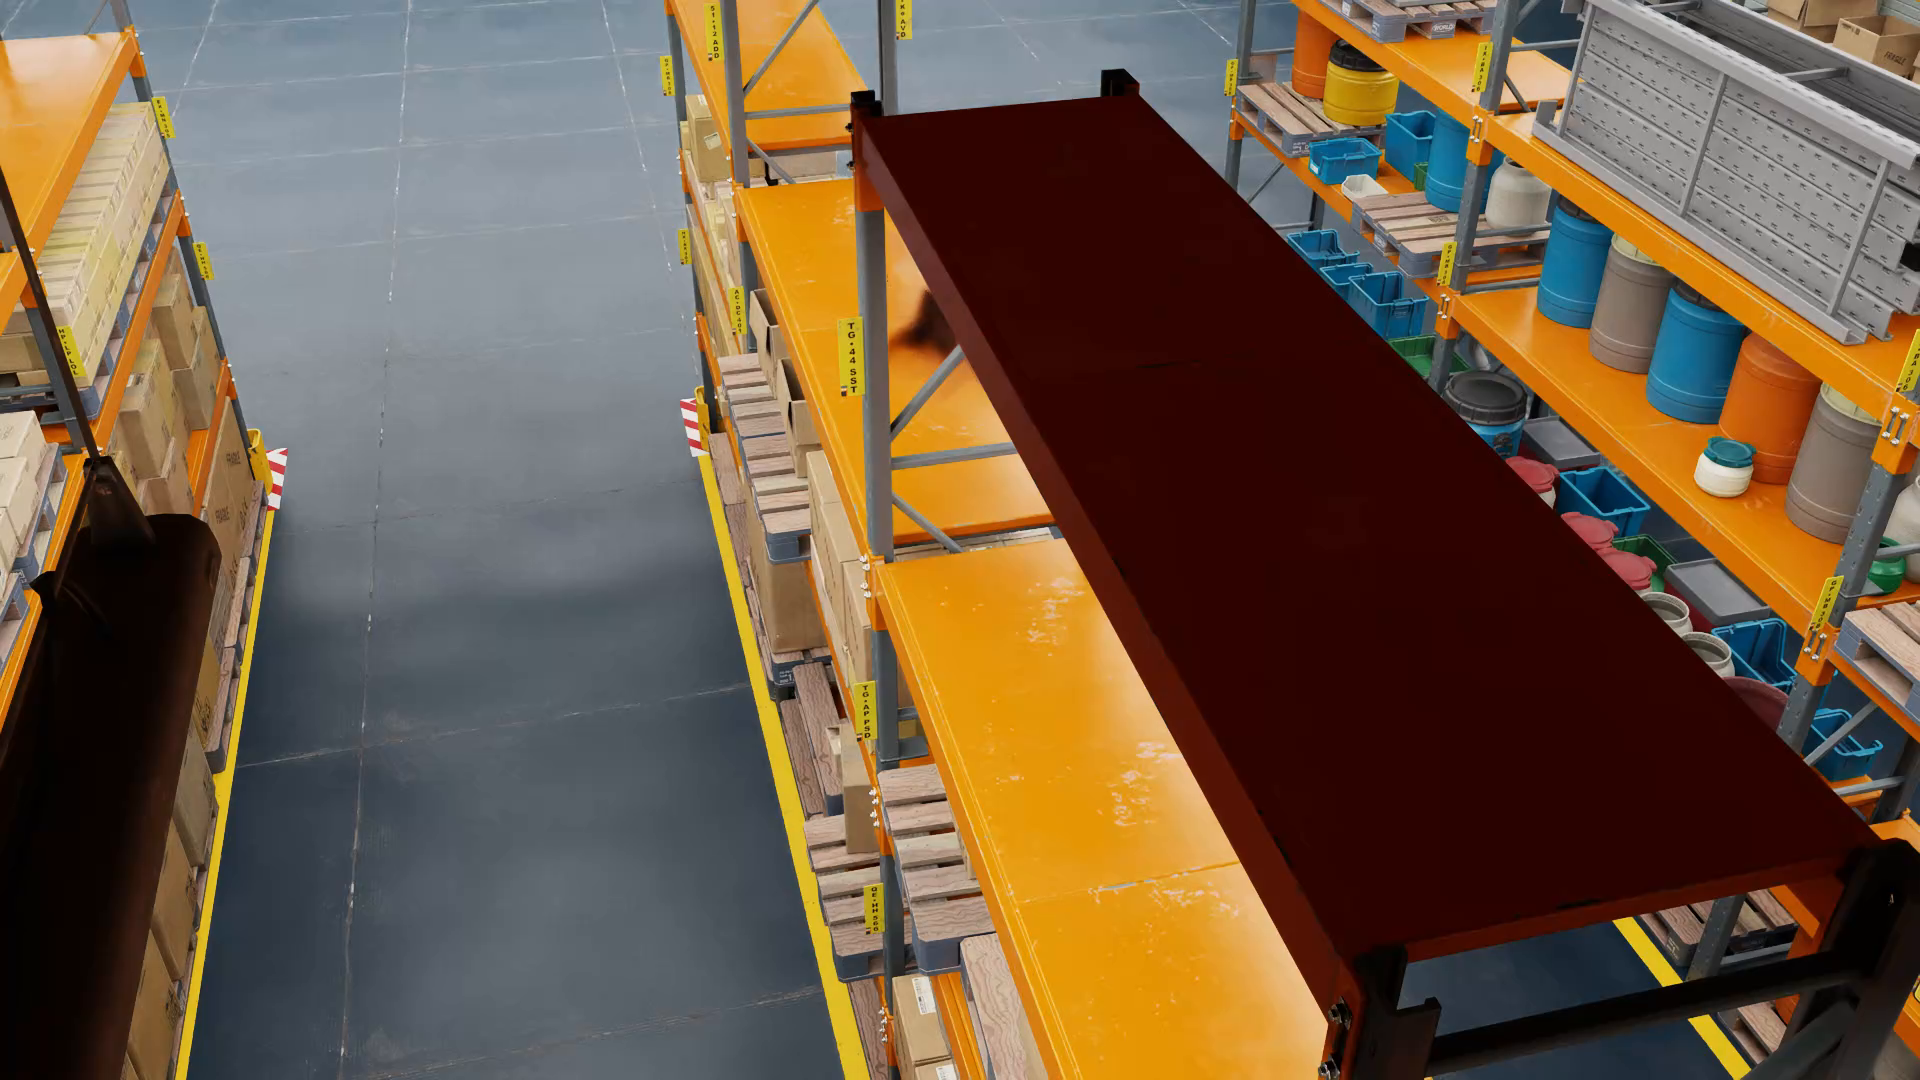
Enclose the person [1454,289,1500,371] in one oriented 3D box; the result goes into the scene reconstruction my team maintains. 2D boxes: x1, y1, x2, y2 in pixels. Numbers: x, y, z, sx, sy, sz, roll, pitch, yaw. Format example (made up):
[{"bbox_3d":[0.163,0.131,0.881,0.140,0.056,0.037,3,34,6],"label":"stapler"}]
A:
[{"bbox_3d":[4.833,-2.060,15.644,0.532,1.612,0.798,-16,38,-22],"label":"person"}]
